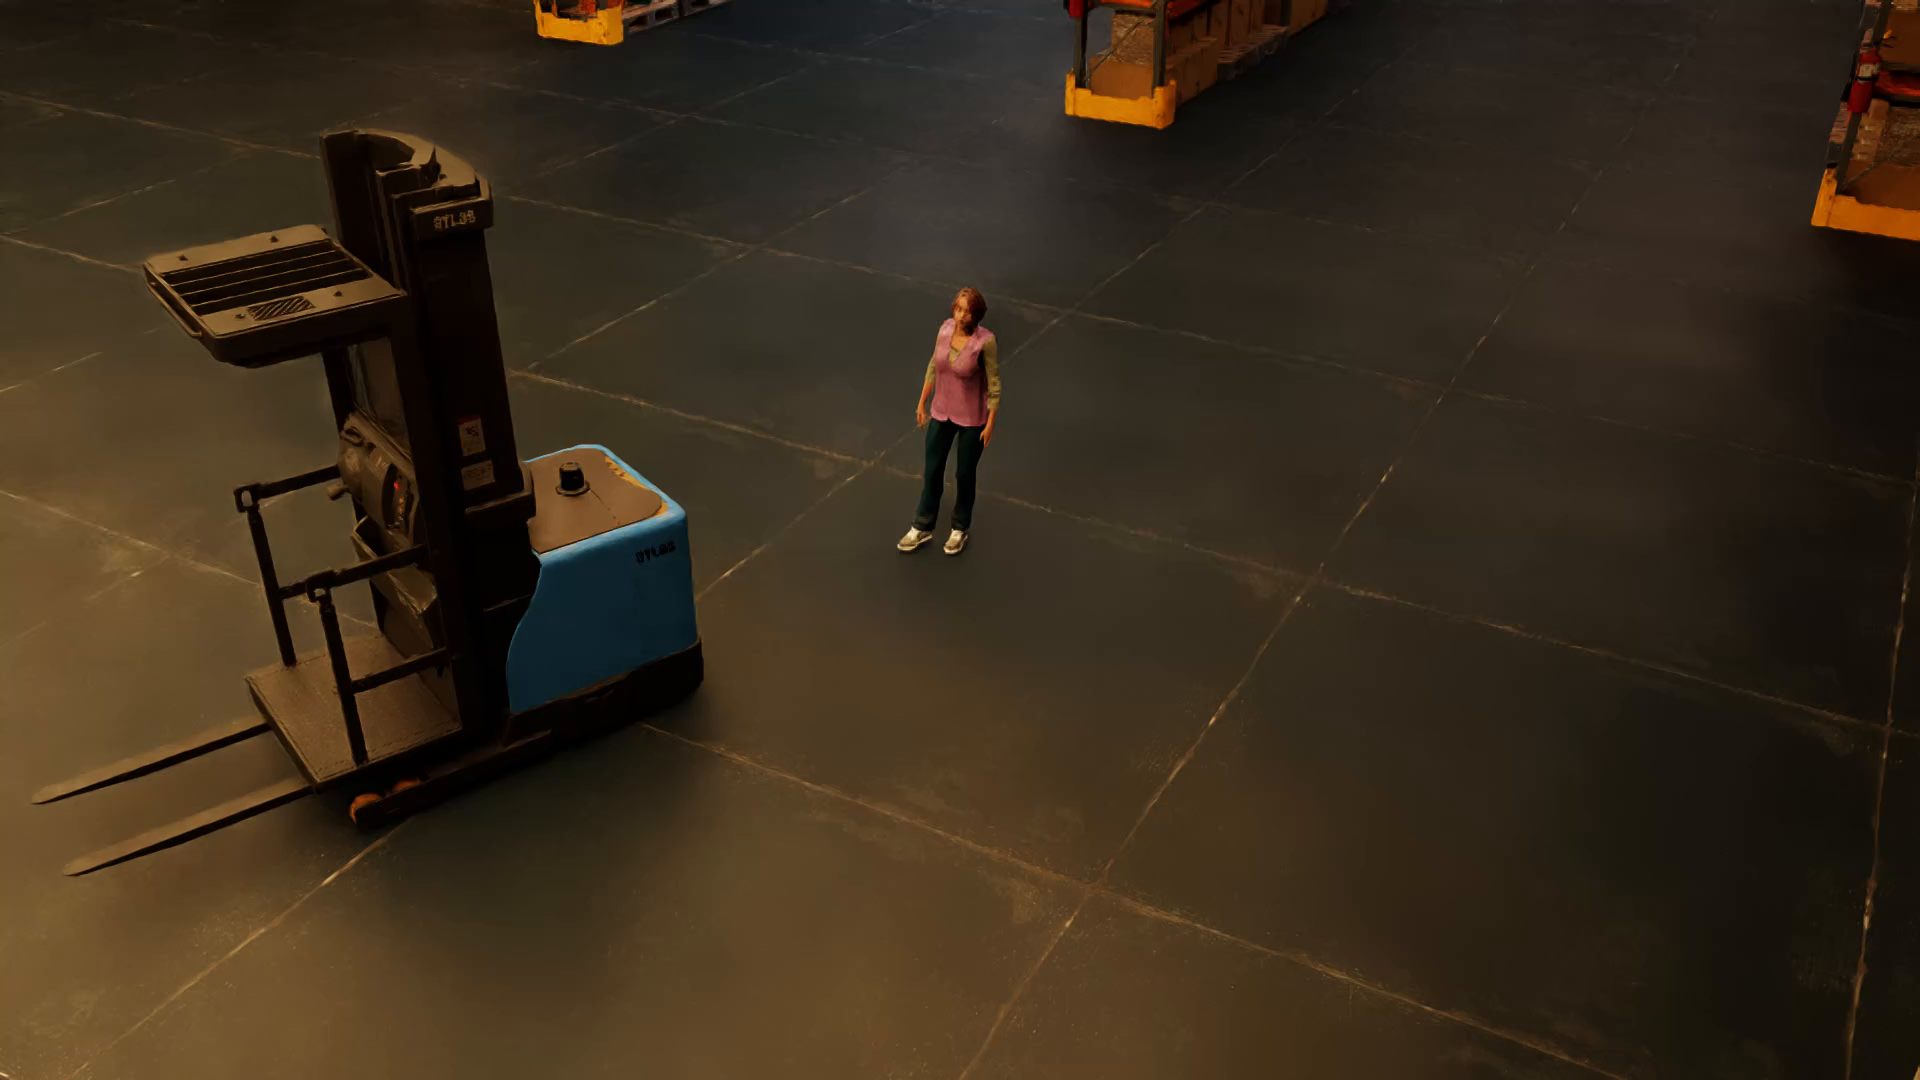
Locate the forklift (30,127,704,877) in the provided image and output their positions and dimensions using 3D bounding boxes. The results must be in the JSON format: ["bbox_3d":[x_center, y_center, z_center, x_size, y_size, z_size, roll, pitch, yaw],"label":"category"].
[{"bbox_3d":[-2.807,-0.234,7.476,3.031,2.935,1.130,-21,36,-32],"label":"forklift"}]

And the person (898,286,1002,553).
[{"bbox_3d":[-0.048,-0.669,9.550,0.520,1.597,0.474,15,33,25],"label":"person"}]
